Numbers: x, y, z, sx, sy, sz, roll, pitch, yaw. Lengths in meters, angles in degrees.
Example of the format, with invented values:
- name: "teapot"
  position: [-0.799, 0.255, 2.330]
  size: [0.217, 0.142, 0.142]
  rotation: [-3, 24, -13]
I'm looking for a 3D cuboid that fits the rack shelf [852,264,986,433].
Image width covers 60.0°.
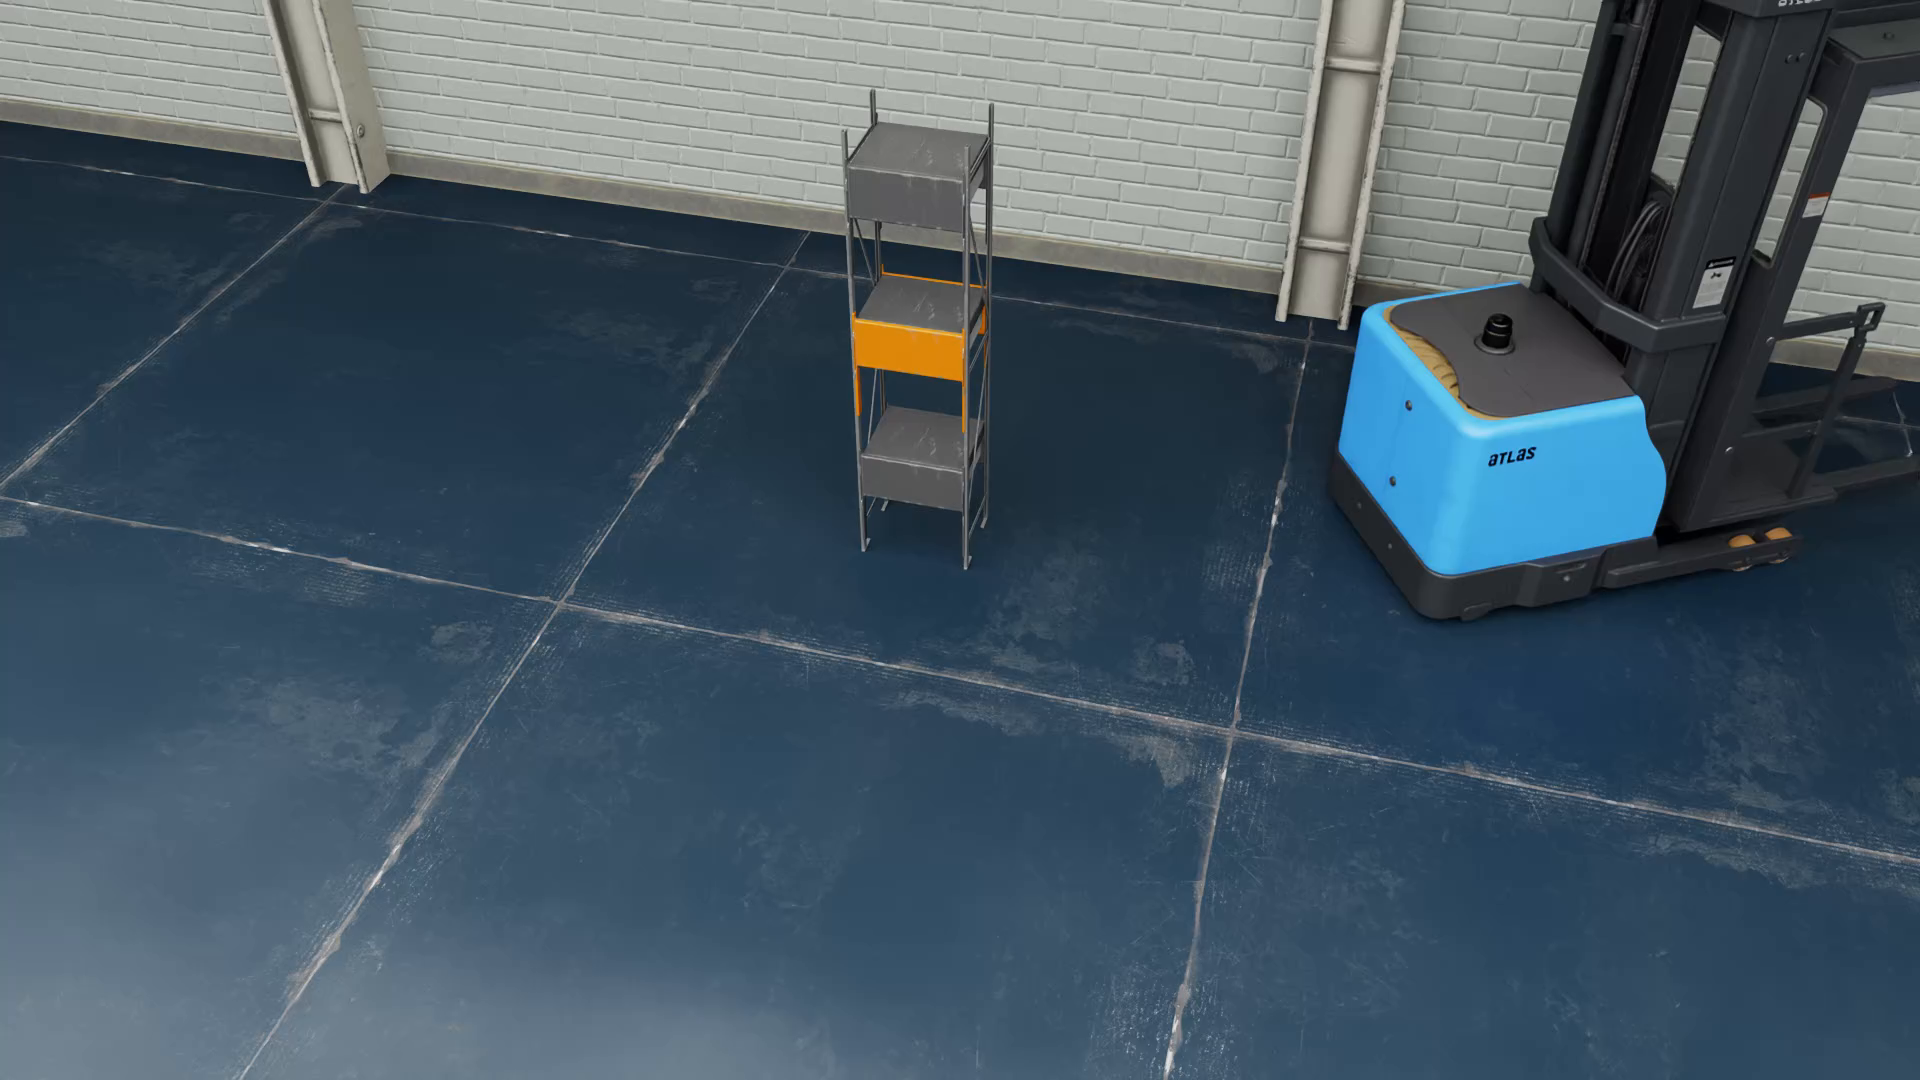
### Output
- name: "rack shelf"
  position: [-0.160, -0.821, 7.116]
  size: [0.480, 0.518, 0.431]
  rotation: [10, 41, 11]

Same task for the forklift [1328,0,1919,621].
- name: "forklift"
  position: [3.329, -1.298, 7.016]
  size: [3.031, 2.935, 1.130]
  rotation: [-10, 41, -12]

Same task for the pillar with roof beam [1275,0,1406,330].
- name: "pillar with roof beam"
  position: [0.862, -2.049, 3.193]
  size: [0.400, 9.000, 9.100]
  rotation: [10, 41, 11]

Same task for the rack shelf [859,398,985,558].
- name: "rack shelf"
  position: [-0.160, -0.285, 7.566]
  size: [0.480, 0.518, 0.431]
  rotation: [10, 41, 11]

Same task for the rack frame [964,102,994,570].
- name: "rack frame"
  position: [0.076, -0.791, 7.059]
  size: [0.015, 2.100, 0.400]
  rotation: [10, 41, 11]

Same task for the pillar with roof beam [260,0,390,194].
- name: "pillar with roof beam"
  position: [-4.935, -3.047, 4.381]
  size: [0.400, 9.000, 9.100]
  rotation: [10, 41, 11]

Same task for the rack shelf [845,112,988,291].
- name: "rack shelf"
  position: [-0.160, -1.357, 6.666]
  size: [0.480, 0.518, 0.431]
  rotation: [10, 41, 11]

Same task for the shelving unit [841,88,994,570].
- name: "shelving unit"
  position: [-0.160, -0.832, 7.108]
  size: [0.503, 2.100, 0.431]
  rotation: [10, 41, 11]

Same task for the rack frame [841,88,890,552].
- name: "rack frame"
  position: [-0.396, -0.872, 7.156]
  size: [0.015, 2.100, 0.400]
  rotation: [10, 41, 11]
